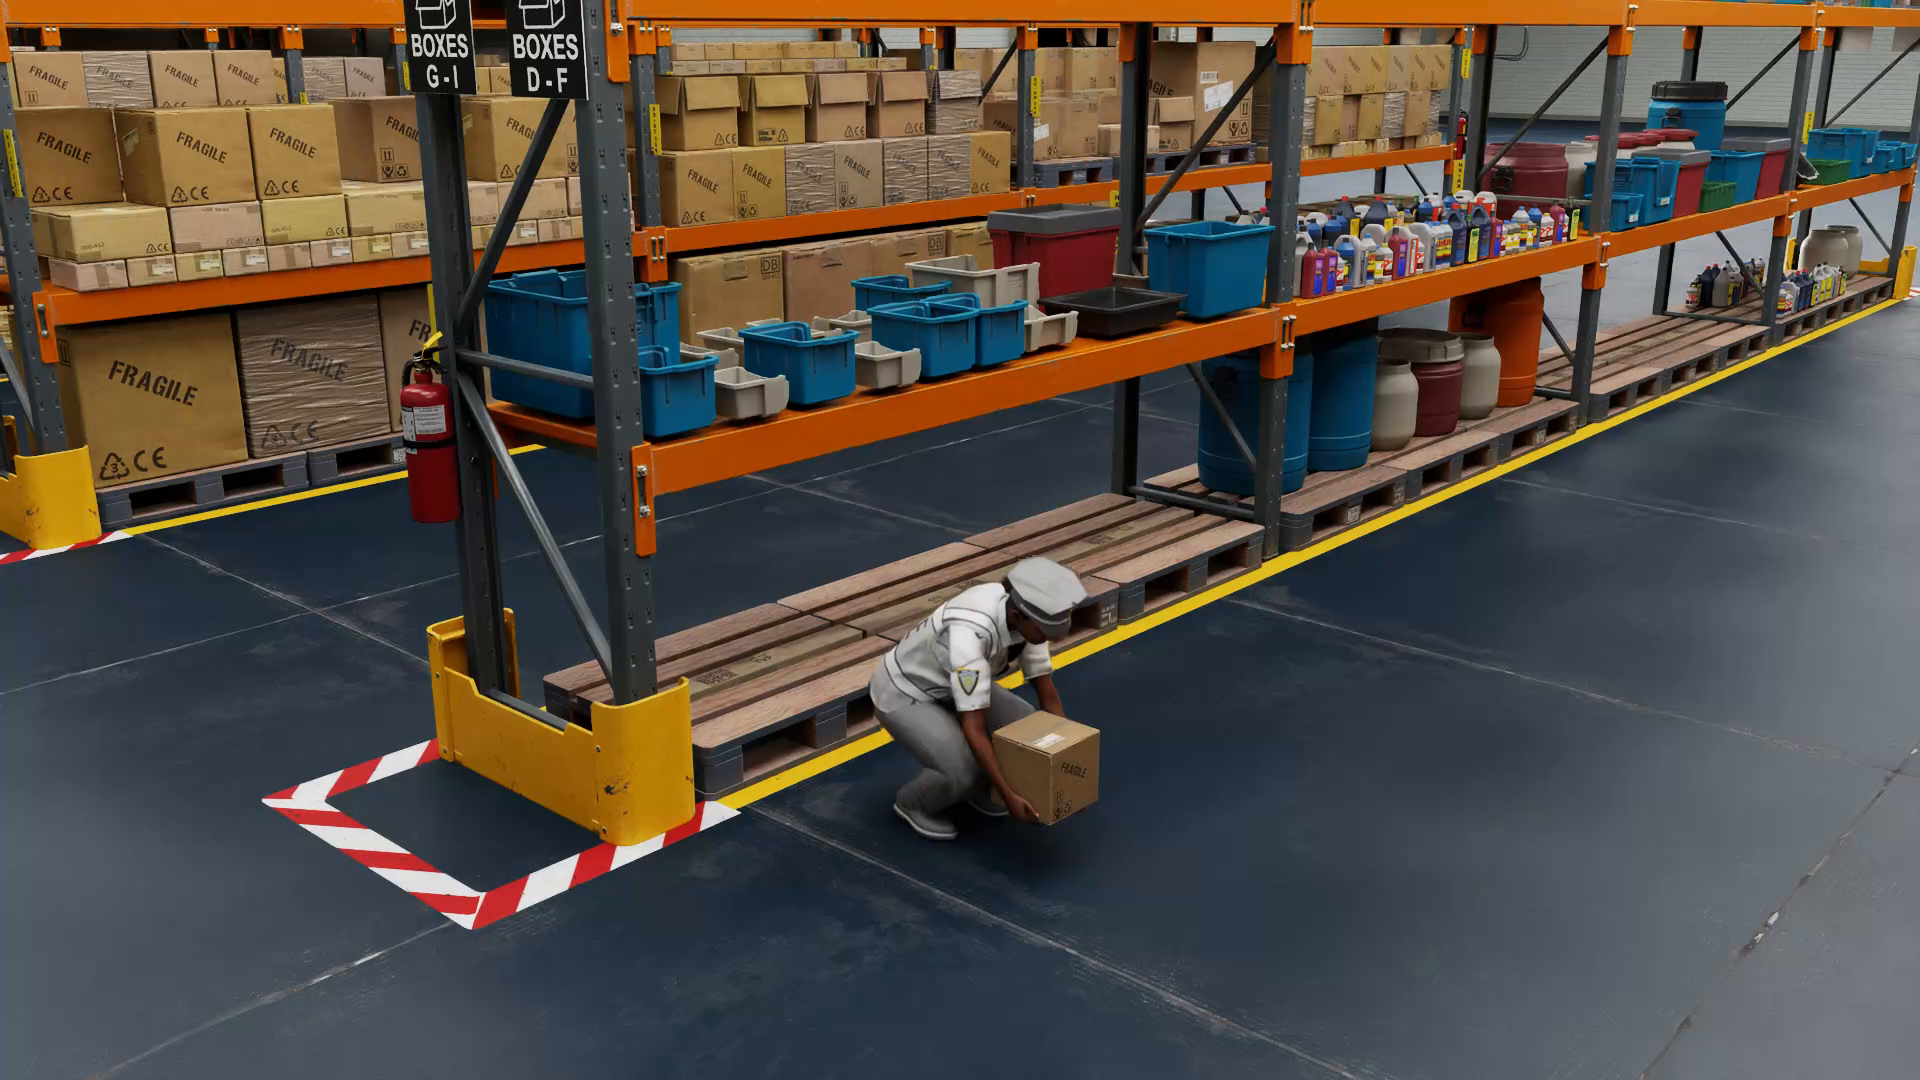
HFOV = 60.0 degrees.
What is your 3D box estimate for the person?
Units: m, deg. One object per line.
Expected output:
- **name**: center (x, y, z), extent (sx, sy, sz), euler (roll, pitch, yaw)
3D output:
- **person**: center (0.064, 0.514, 5.554), extent (0.464, 0.996, 0.811), euler (-15, 23, -41)
